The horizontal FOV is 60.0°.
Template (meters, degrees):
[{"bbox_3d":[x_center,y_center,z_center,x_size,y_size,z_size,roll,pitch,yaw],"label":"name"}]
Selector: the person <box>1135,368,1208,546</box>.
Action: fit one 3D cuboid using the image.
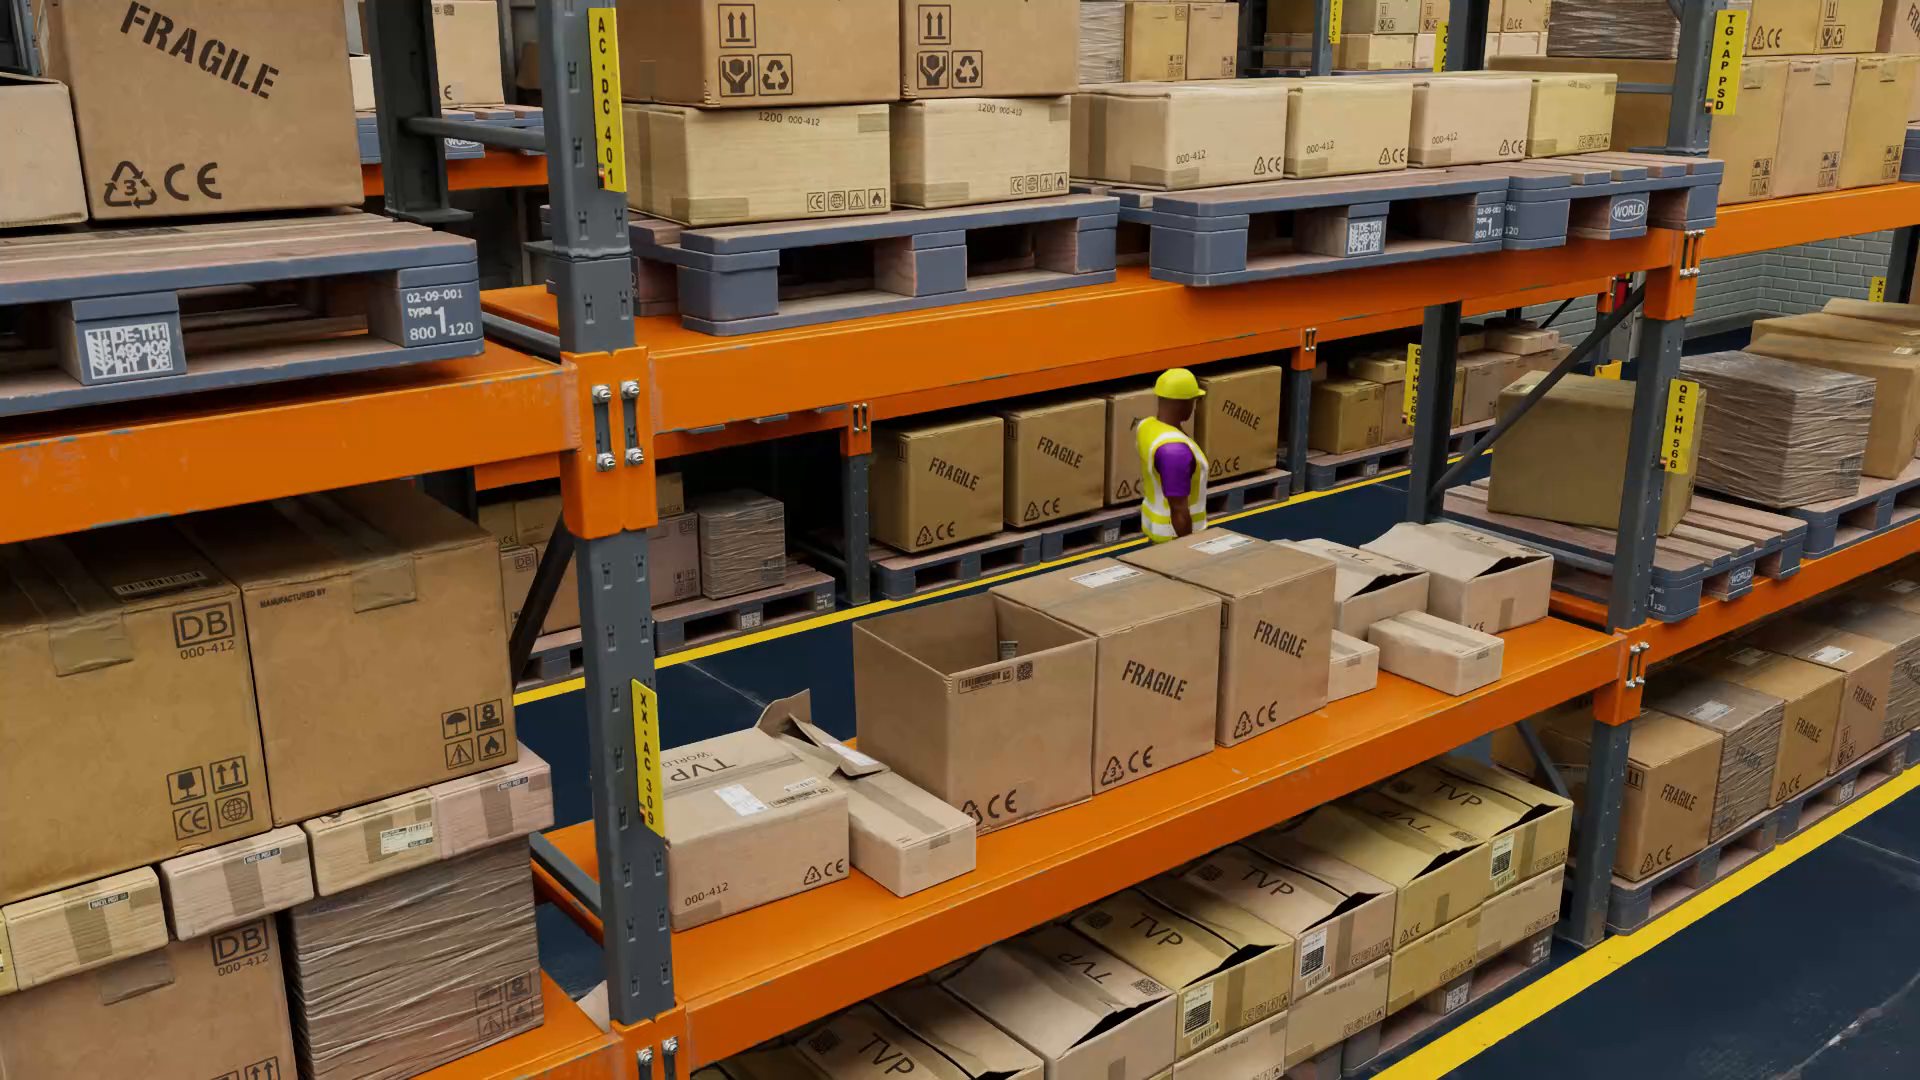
[{"bbox_3d":[1.176,-0.052,8.716,0.840,1.738,0.598,-3,18,-8],"label":"person"}]
